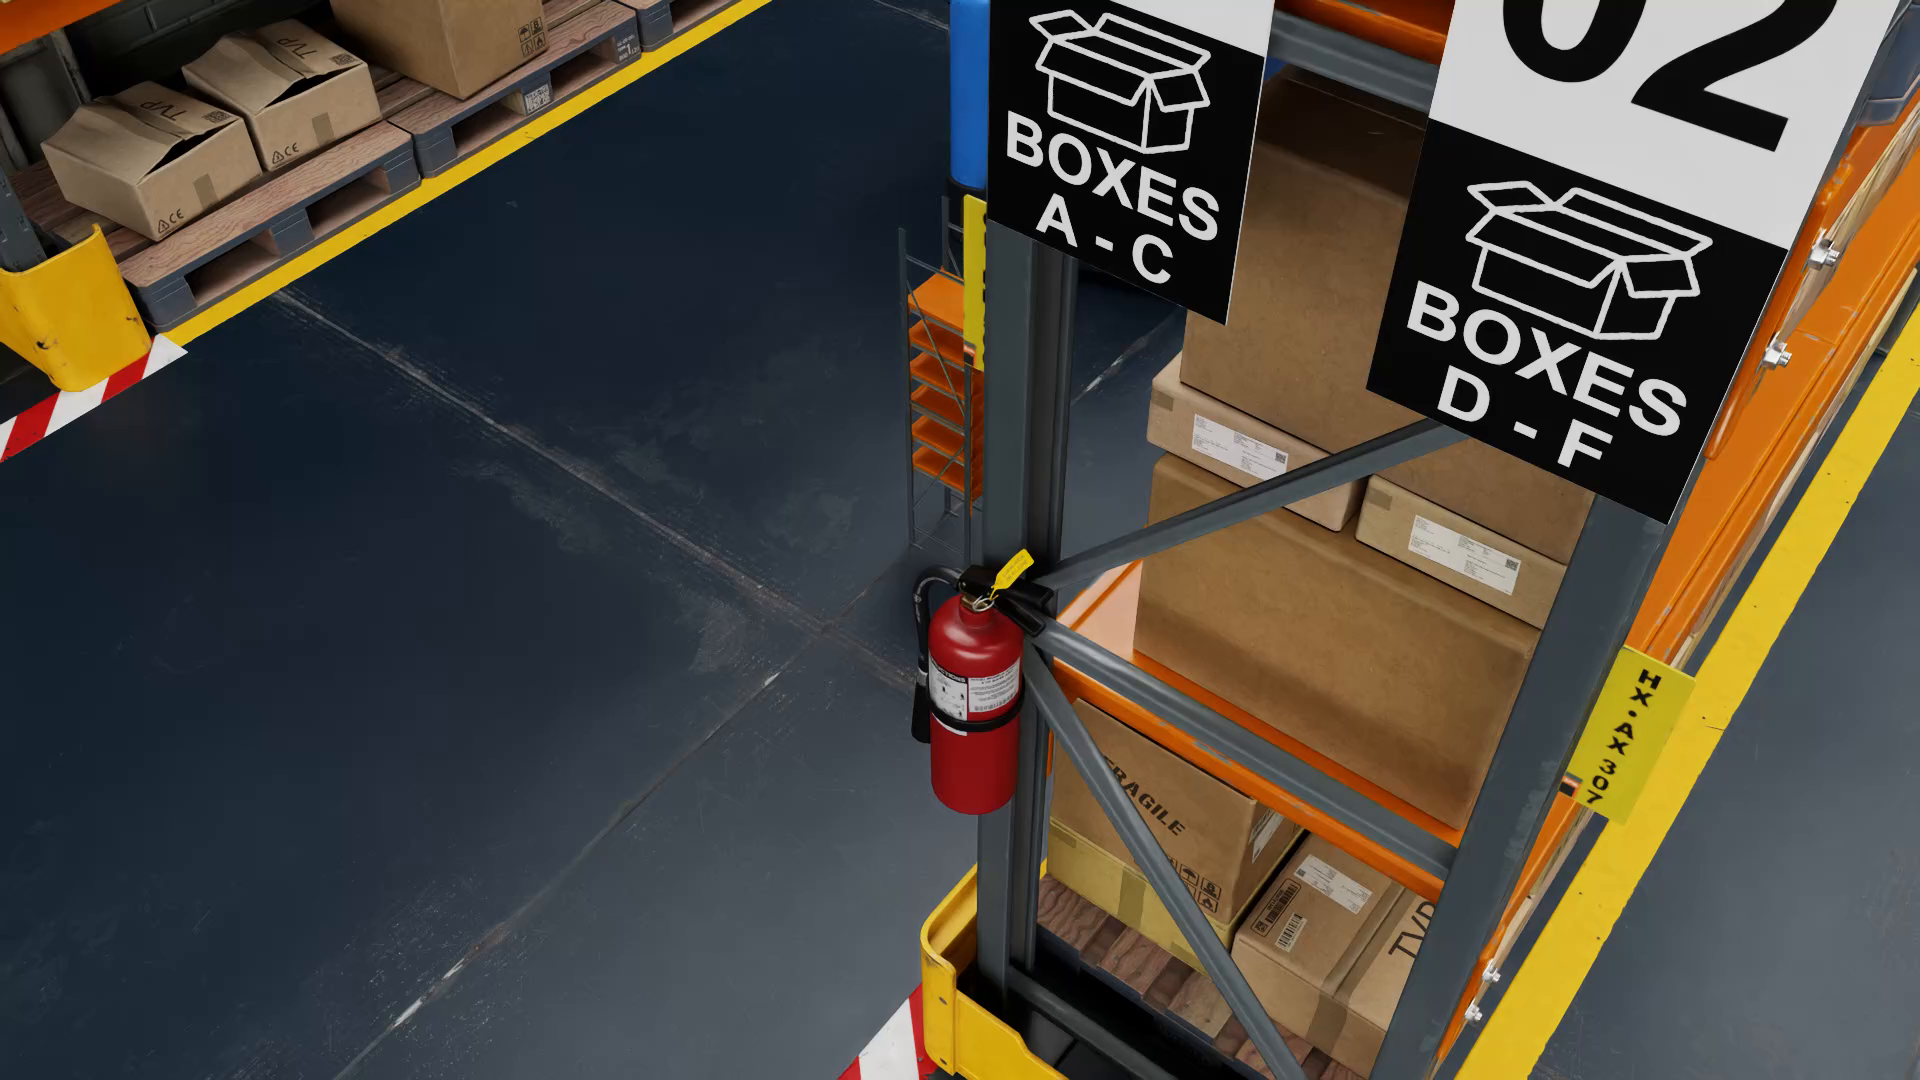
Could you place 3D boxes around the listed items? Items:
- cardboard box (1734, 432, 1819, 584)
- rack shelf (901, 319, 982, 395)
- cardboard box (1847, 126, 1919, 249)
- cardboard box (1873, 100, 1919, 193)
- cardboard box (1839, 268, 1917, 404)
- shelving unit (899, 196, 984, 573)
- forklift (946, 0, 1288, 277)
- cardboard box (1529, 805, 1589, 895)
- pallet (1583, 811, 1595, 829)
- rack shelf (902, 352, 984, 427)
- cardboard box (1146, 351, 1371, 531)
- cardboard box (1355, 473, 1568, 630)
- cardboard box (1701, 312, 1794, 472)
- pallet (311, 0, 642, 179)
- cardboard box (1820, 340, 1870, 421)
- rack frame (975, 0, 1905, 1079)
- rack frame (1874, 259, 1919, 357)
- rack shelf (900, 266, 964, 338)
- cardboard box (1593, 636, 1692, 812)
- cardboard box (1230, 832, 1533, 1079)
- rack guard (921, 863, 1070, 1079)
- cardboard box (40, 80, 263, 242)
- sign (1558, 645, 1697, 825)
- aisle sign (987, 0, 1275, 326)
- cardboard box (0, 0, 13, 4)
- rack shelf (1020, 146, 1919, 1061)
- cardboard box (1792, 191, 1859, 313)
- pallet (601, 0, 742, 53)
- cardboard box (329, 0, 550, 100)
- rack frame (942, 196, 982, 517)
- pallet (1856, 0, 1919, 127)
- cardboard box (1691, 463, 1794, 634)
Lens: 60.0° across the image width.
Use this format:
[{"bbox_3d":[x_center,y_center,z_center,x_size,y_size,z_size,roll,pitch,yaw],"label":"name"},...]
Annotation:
[{"bbox_3d":[2.195,-0.200,4.977,0.500,0.250,0.500,29,53,25],"label":"cardboard box"},{"bbox_3d":[-0.009,-0.541,4.667,0.258,0.103,0.180,29,53,25],"label":"rack shelf"},{"bbox_3d":[2.020,-1.129,4.184,0.700,0.500,0.500,30,53,26],"label":"cardboard box"},{"bbox_3d":[1.818,-0.919,3.536,0.380,0.149,0.250,30,53,25],"label":"cardboard box"},{"bbox_3d":[2.803,-0.774,5.526,0.500,0.250,0.500,29,53,25],"label":"cardboard box"},{"bbox_3d":[-0.009,-0.406,4.808,0.258,1.200,0.189,29,53,25],"label":"shelving unit"},{"bbox_3d":[0.955,-2.988,6.078,1.130,2.935,3.031,16,48,14],"label":"forklift"},{"bbox_3d":[1.276,0.398,3.888,0.500,0.500,0.500,29,53,25],"label":"cardboard box"},{"bbox_3d":[1.648,0.160,4.951,1.003,0.211,1.213,29,53,25],"label":"pallet"},{"bbox_3d":[-0.009,-0.458,4.754,0.258,0.103,0.180,29,53,25],"label":"rack shelf"},{"bbox_3d":[0.550,-0.213,2.862,0.380,0.149,0.250,28,53,24],"label":"cardboard box"},{"bbox_3d":[0.878,-0.040,2.696,0.380,0.149,0.250,29,53,25],"label":"cardboard box"},{"bbox_3d":[1.389,-0.532,3.615,0.700,0.500,0.500,30,53,25],"label":"cardboard box"},{"bbox_3d":[-2.137,-2.064,7.076,1.003,0.211,1.213,29,53,25],"label":"pallet"},{"bbox_3d":[2.488,-0.752,4.987,0.500,0.500,0.500,29,53,25],"label":"cardboard box"},{"bbox_3d":[0.468,0.348,2.843,1.000,3.000,0.127,29,53,25],"label":"rack frame"},{"bbox_3d":[2.913,-1.941,5.029,1.000,3.000,0.127,29,53,25],"label":"rack frame"},{"bbox_3d":[-0.009,-0.624,4.580,0.258,0.103,0.180,29,53,25],"label":"rack shelf"},{"bbox_3d":[1.580,0.371,4.433,0.500,0.250,0.500,29,53,25],"label":"cardboard box"},{"bbox_3d":[0.972,0.944,3.885,0.500,0.250,0.500,29,53,25],"label":"cardboard box"},{"bbox_3d":[0.453,1.225,3.734,1.175,0.500,0.348,29,53,25],"label":"rack guard"},{"bbox_3d":[-2.960,-1.419,6.086,0.500,0.311,0.500,24,51,21],"label":"cardboard box"},{"bbox_3d":[0.903,0.271,2.264,0.100,0.325,0.005,29,53,25],"label":"sign"},{"bbox_3d":[0.195,-0.642,1.991,0.394,0.787,0.004,29,53,25],"label":"aisle sign"},{"bbox_3d":[-2.905,-1.934,5.113,0.500,0.250,0.500,28,52,24],"label":"cardboard box"},{"bbox_3d":[1.690,-0.548,4.196,1.077,0.370,4.000,29,53,25],"label":"rack shelf"},{"bbox_3d":[1.508,-0.631,3.261,0.380,0.149,0.250,28,52,24],"label":"cardboard box"},{"bbox_3d":[-1.392,-2.765,7.746,1.003,0.211,1.213,29,53,25],"label":"pallet"},{"bbox_3d":[-2.124,-2.208,6.709,0.700,0.500,0.500,26,52,23],"label":"cardboard box"},{"bbox_3d":[0.047,-0.459,4.858,0.240,1.200,0.006,29,53,25],"label":"rack frame"},{"bbox_3d":[0.920,-1.051,2.166,1.003,0.211,1.213,29,53,25],"label":"pallet"},{"bbox_3d":[1.891,-0.172,4.432,0.500,0.500,0.500,29,53,25],"label":"cardboard box"}]
